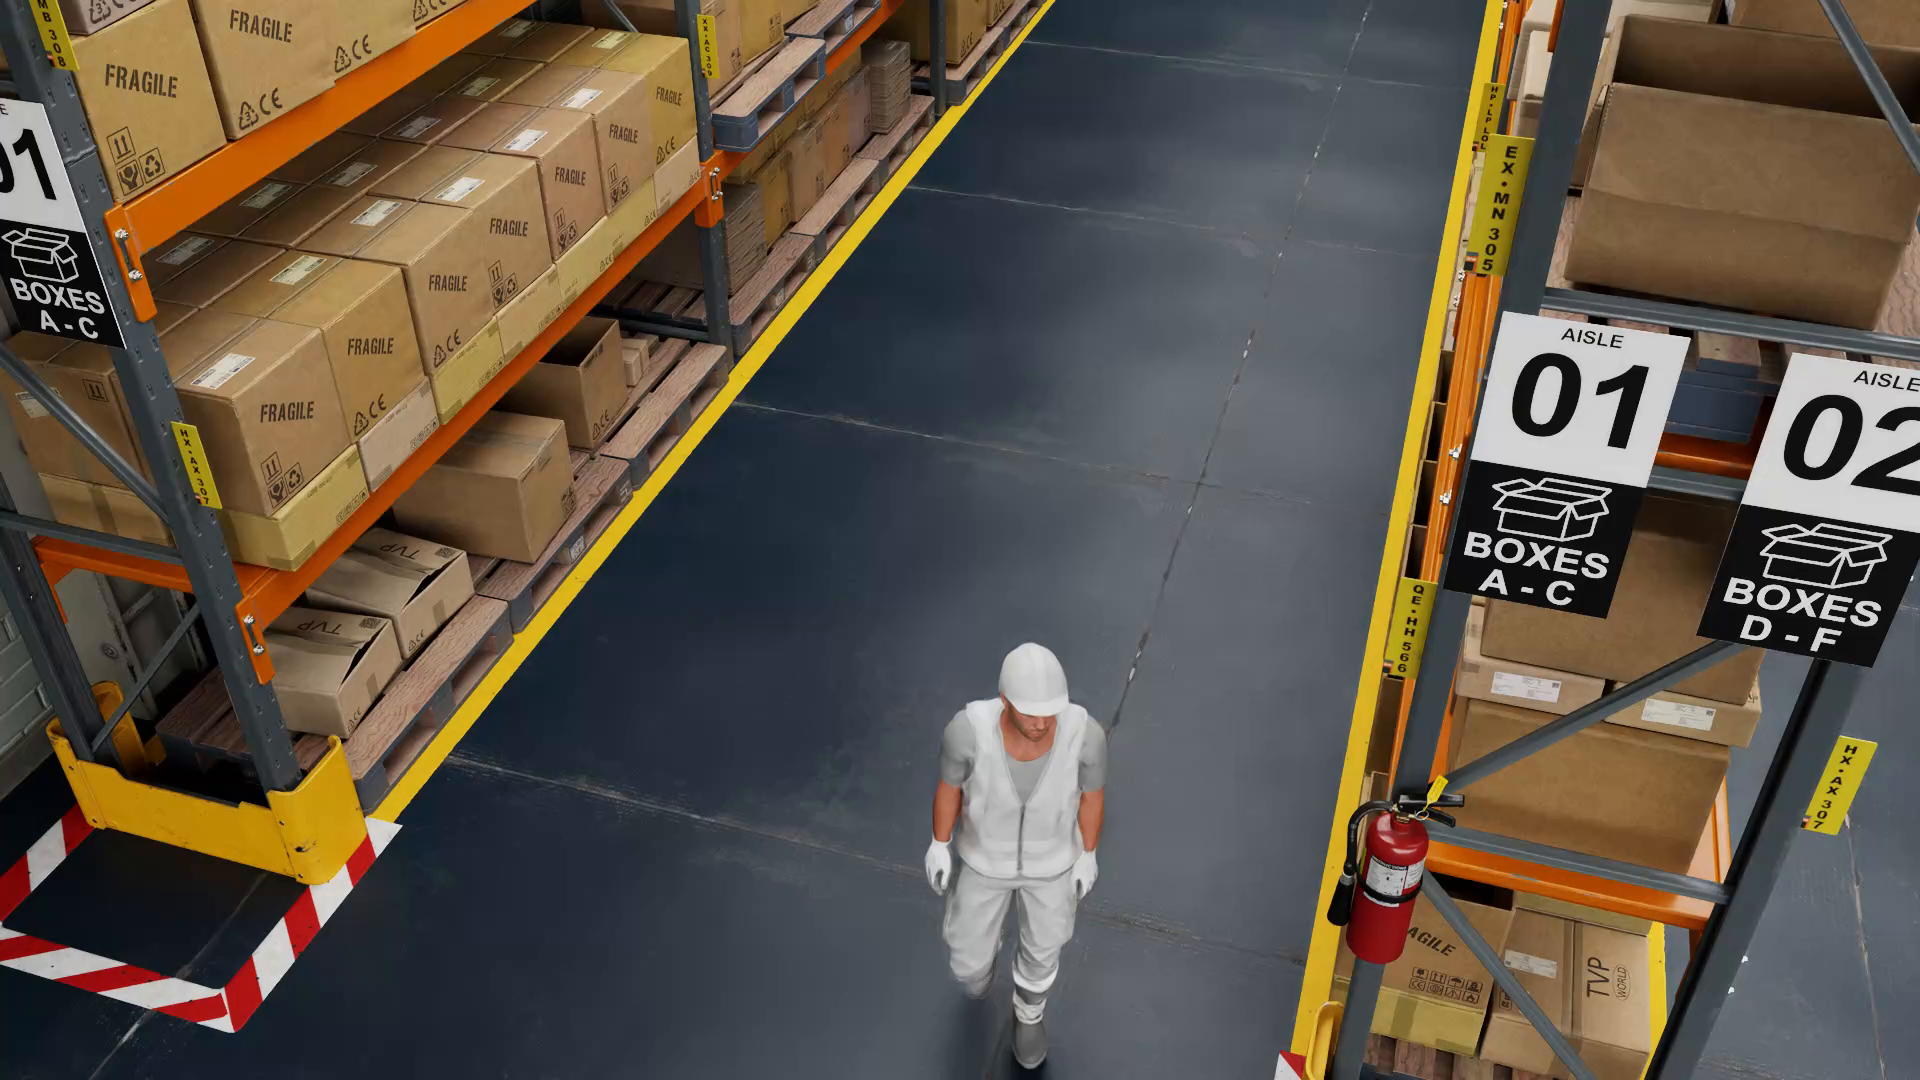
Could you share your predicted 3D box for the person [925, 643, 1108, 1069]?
[{"bbox_3d":[0.176,1.006,5.473,0.585,1.779,0.502,0,37,0],"label":"person"}]
